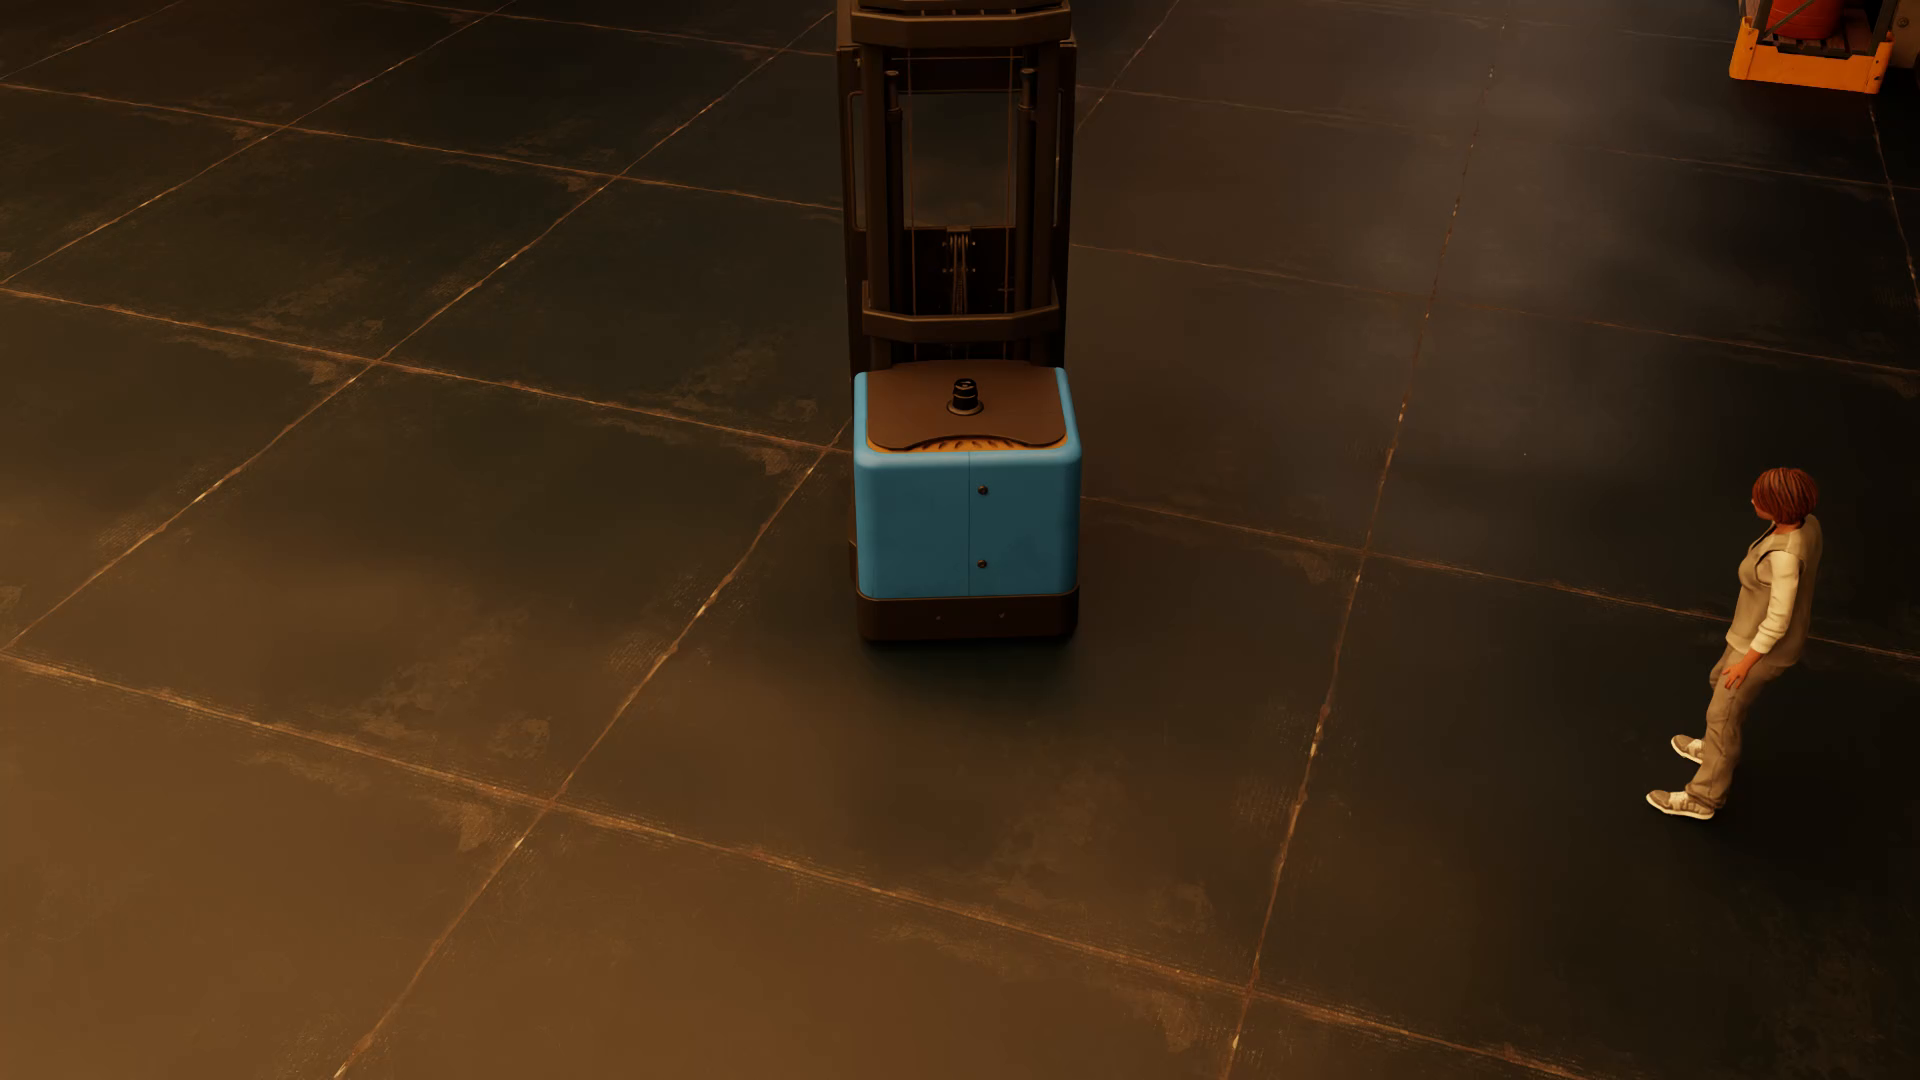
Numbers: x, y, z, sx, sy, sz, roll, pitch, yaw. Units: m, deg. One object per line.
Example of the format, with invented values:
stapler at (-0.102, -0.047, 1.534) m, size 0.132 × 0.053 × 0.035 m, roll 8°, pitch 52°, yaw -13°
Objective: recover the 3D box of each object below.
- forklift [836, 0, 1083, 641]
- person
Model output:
forklift at (-0.029, -1.547, 8.293) m, size 1.130 × 2.935 × 3.031 m, roll -2°, pitch 35°, yaw -2°
person at (3.196, 0.406, 6.699) m, size 0.363 × 1.595 × 0.547 m, roll 21°, pitch 40°, yaw 27°
